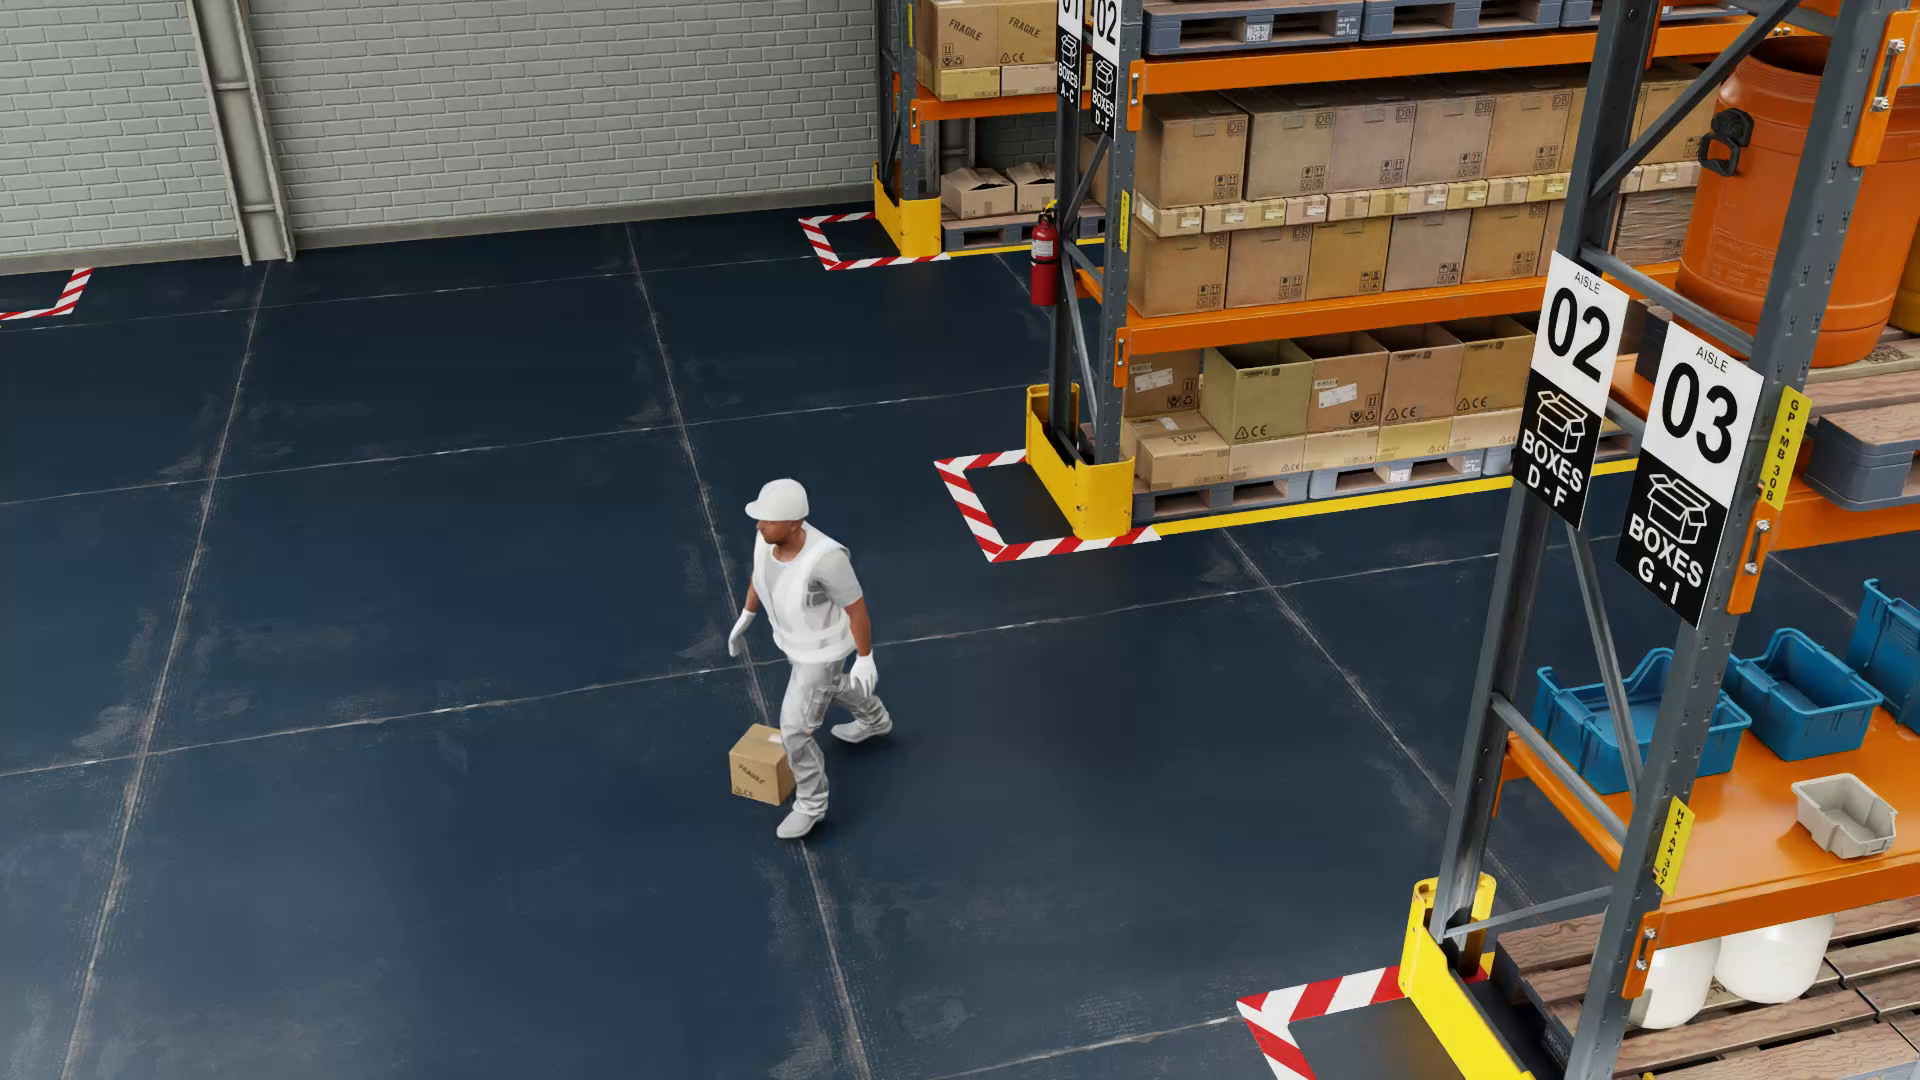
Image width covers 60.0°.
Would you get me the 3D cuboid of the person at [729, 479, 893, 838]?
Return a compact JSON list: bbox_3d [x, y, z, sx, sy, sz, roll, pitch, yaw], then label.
[{"bbox_3d":[-0.596,0.431,7.499,0.867,1.724,0.668,-19,35,-30],"label":"person"}]
